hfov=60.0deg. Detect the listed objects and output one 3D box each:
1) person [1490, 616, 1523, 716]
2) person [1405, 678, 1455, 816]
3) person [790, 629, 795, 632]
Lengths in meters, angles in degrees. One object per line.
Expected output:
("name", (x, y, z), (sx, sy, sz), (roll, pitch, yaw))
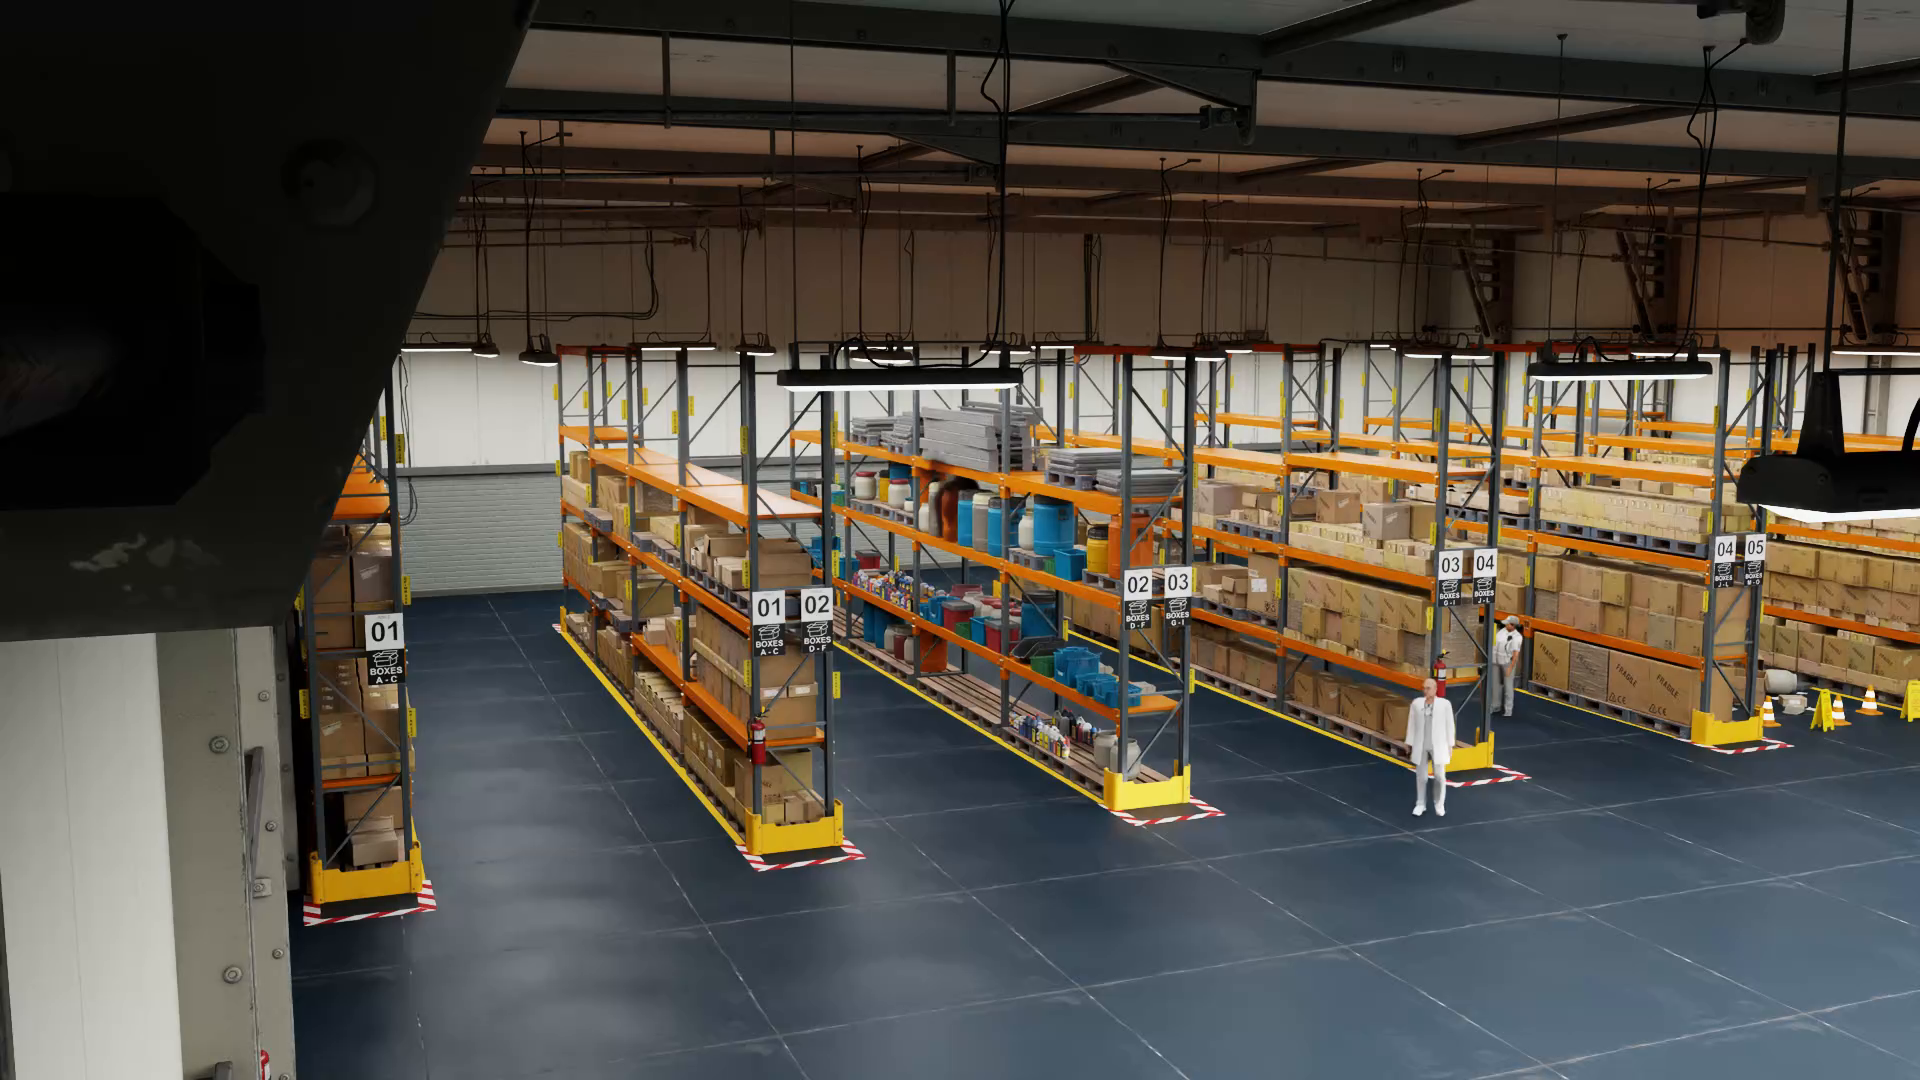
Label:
("person", (8.916, 2.053, 27.330), (0.411, 1.665, 0.591), (-6, 9, -38))
("person", (6.120, 2.697, 21.696), (0.630, 1.773, 0.473), (4, 8, 28))
("person", (-2.927, 1.820, 28.990), (0.539, 1.662, 0.477), (-2, 7, -14))
